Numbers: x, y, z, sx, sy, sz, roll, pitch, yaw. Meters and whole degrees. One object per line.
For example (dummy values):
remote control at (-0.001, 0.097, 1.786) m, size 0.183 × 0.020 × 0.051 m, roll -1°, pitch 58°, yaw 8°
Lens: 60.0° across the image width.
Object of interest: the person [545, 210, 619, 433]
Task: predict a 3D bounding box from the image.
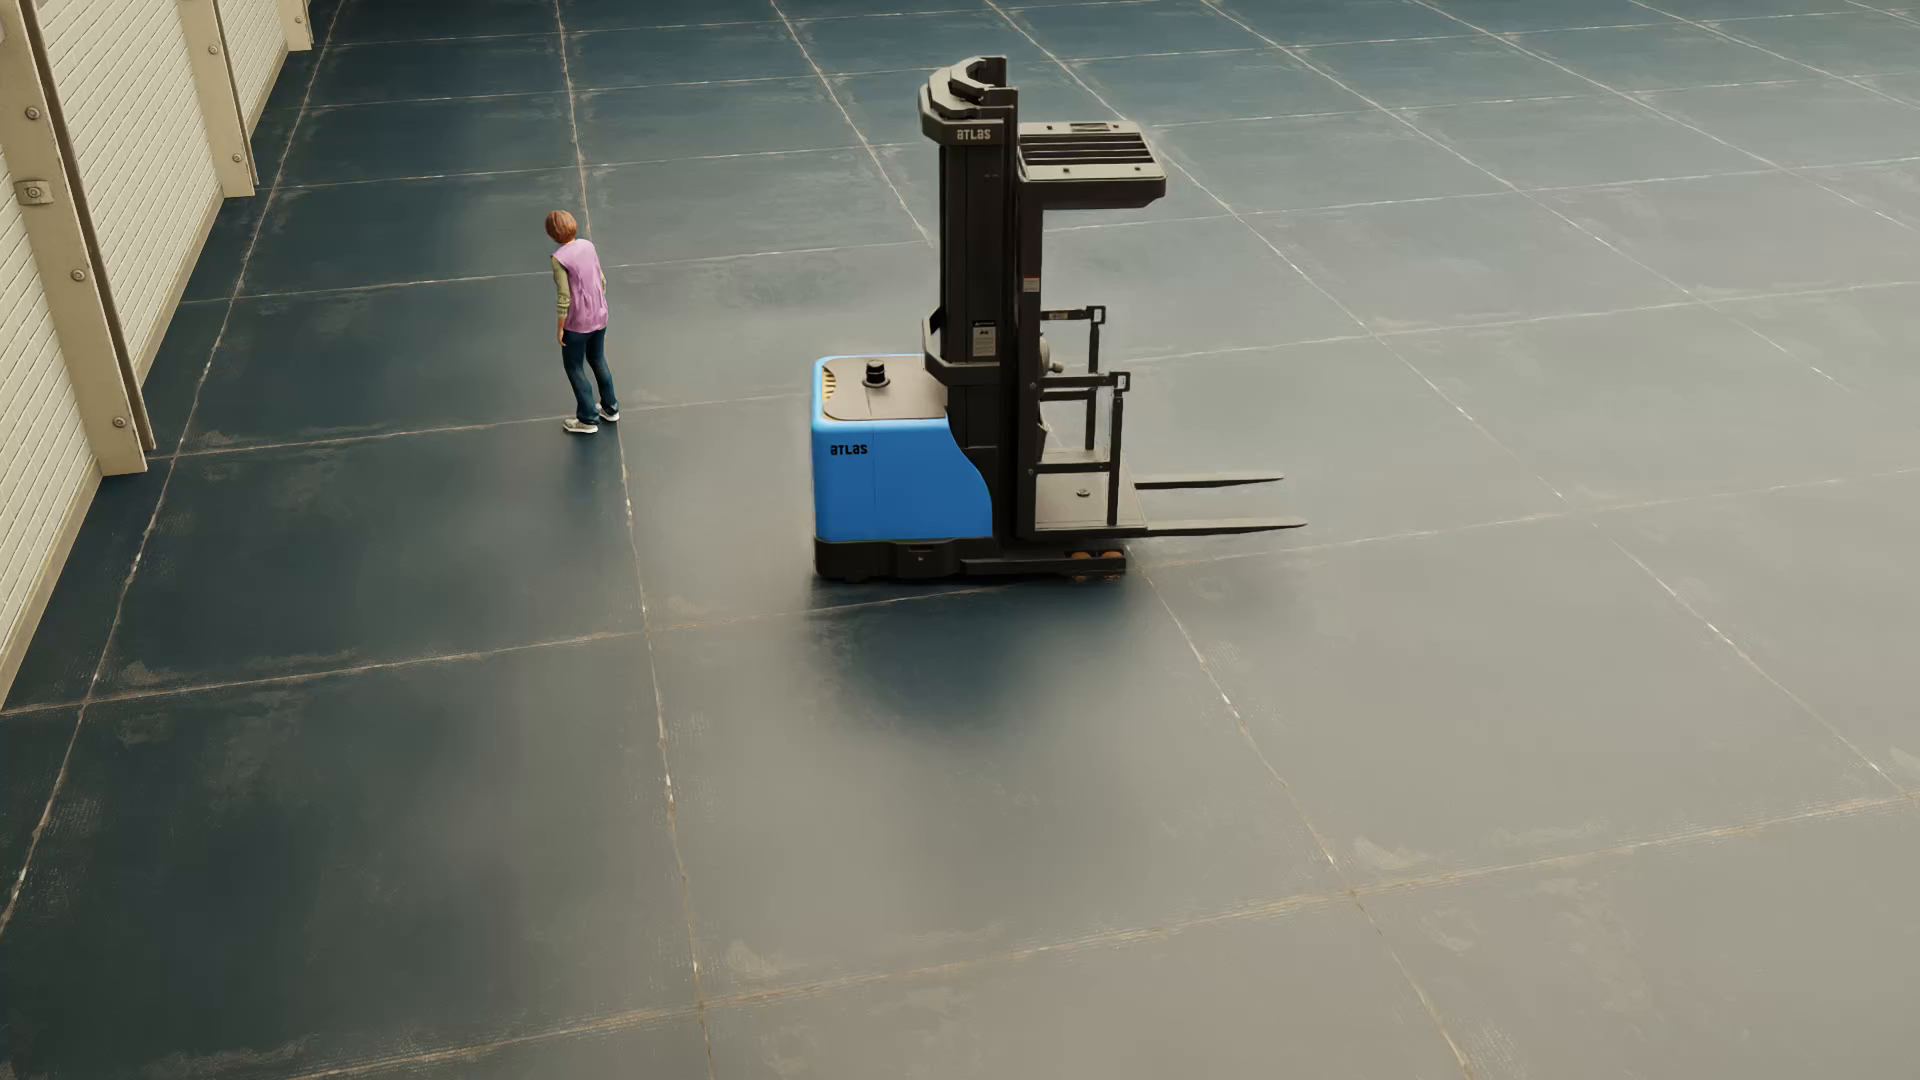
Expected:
person at (-2.621, -1.507, 11.517) m, size 0.348 × 1.590 × 0.465 m, roll 17°, pitch 34°, yaw 27°

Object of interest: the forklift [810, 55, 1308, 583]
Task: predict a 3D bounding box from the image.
forklift at (0.609, -1.291, 9.804) m, size 3.031 × 2.935 × 1.130 m, roll -2°, pitch 30°, yaw -3°
